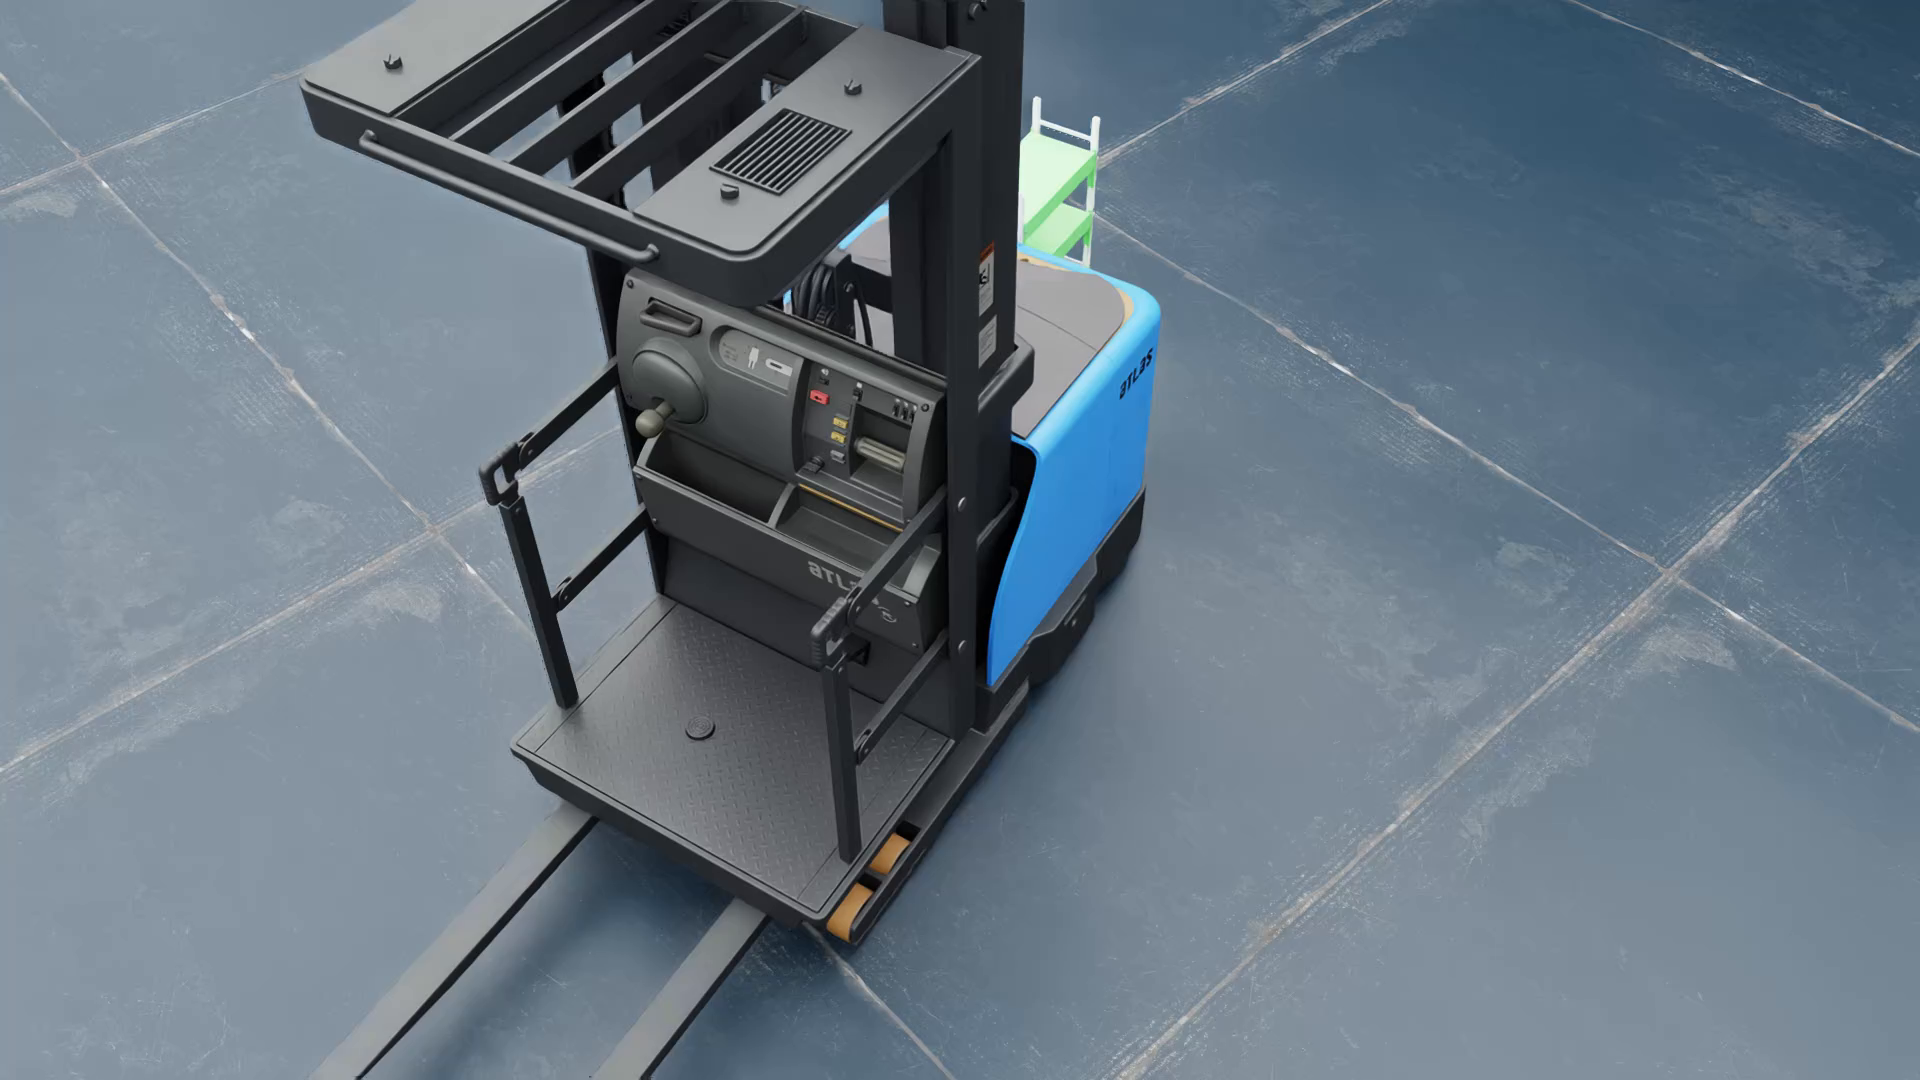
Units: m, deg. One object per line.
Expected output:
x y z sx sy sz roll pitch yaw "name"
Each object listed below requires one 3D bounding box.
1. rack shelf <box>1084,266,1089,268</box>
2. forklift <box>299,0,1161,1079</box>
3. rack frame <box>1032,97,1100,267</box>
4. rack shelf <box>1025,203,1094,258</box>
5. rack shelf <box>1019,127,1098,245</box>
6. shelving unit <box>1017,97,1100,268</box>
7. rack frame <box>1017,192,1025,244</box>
0.220 -0.803 5.761 0.258 0.148 0.480 24 52 21 "rack shelf"
-0.579 -0.259 3.995 1.130 2.935 3.031 24 52 21 "forklift"
0.347 -0.999 5.855 0.240 1.200 0.015 24 52 21 "rack frame"
0.220 -0.965 5.585 0.258 0.148 0.480 24 52 21 "rack shelf"
0.220 -1.128 5.408 0.258 0.148 0.480 24 52 21 "rack shelf"
0.220 -0.846 5.714 0.258 1.200 0.503 24 52 21 "shelving unit"
0.093 -0.693 5.573 0.240 1.200 0.015 24 52 21 "rack frame"
